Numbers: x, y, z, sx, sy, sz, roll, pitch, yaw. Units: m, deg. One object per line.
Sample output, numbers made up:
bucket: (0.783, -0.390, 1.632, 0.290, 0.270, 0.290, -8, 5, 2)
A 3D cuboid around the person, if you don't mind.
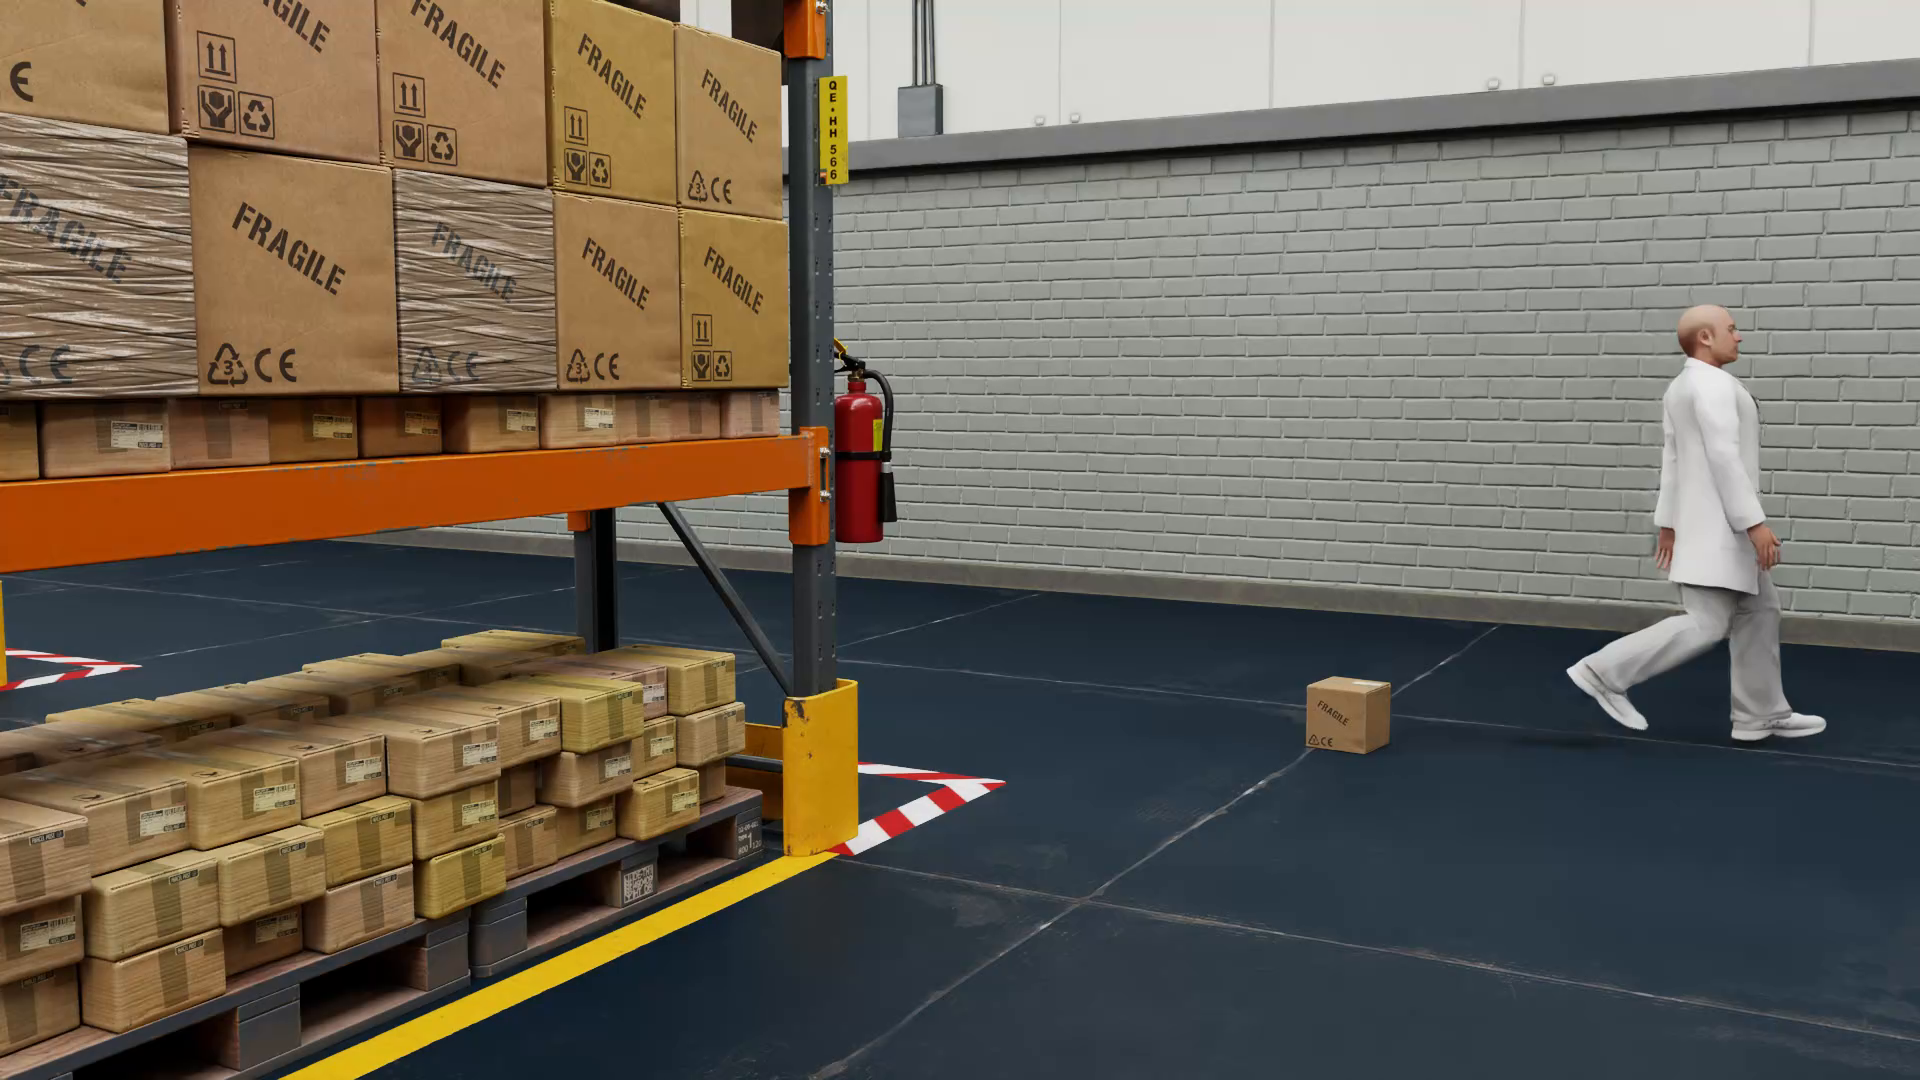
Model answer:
person: (2.953, -0.058, 6.592, 1.024, 1.737, 0.618, 1, 6, 13)
